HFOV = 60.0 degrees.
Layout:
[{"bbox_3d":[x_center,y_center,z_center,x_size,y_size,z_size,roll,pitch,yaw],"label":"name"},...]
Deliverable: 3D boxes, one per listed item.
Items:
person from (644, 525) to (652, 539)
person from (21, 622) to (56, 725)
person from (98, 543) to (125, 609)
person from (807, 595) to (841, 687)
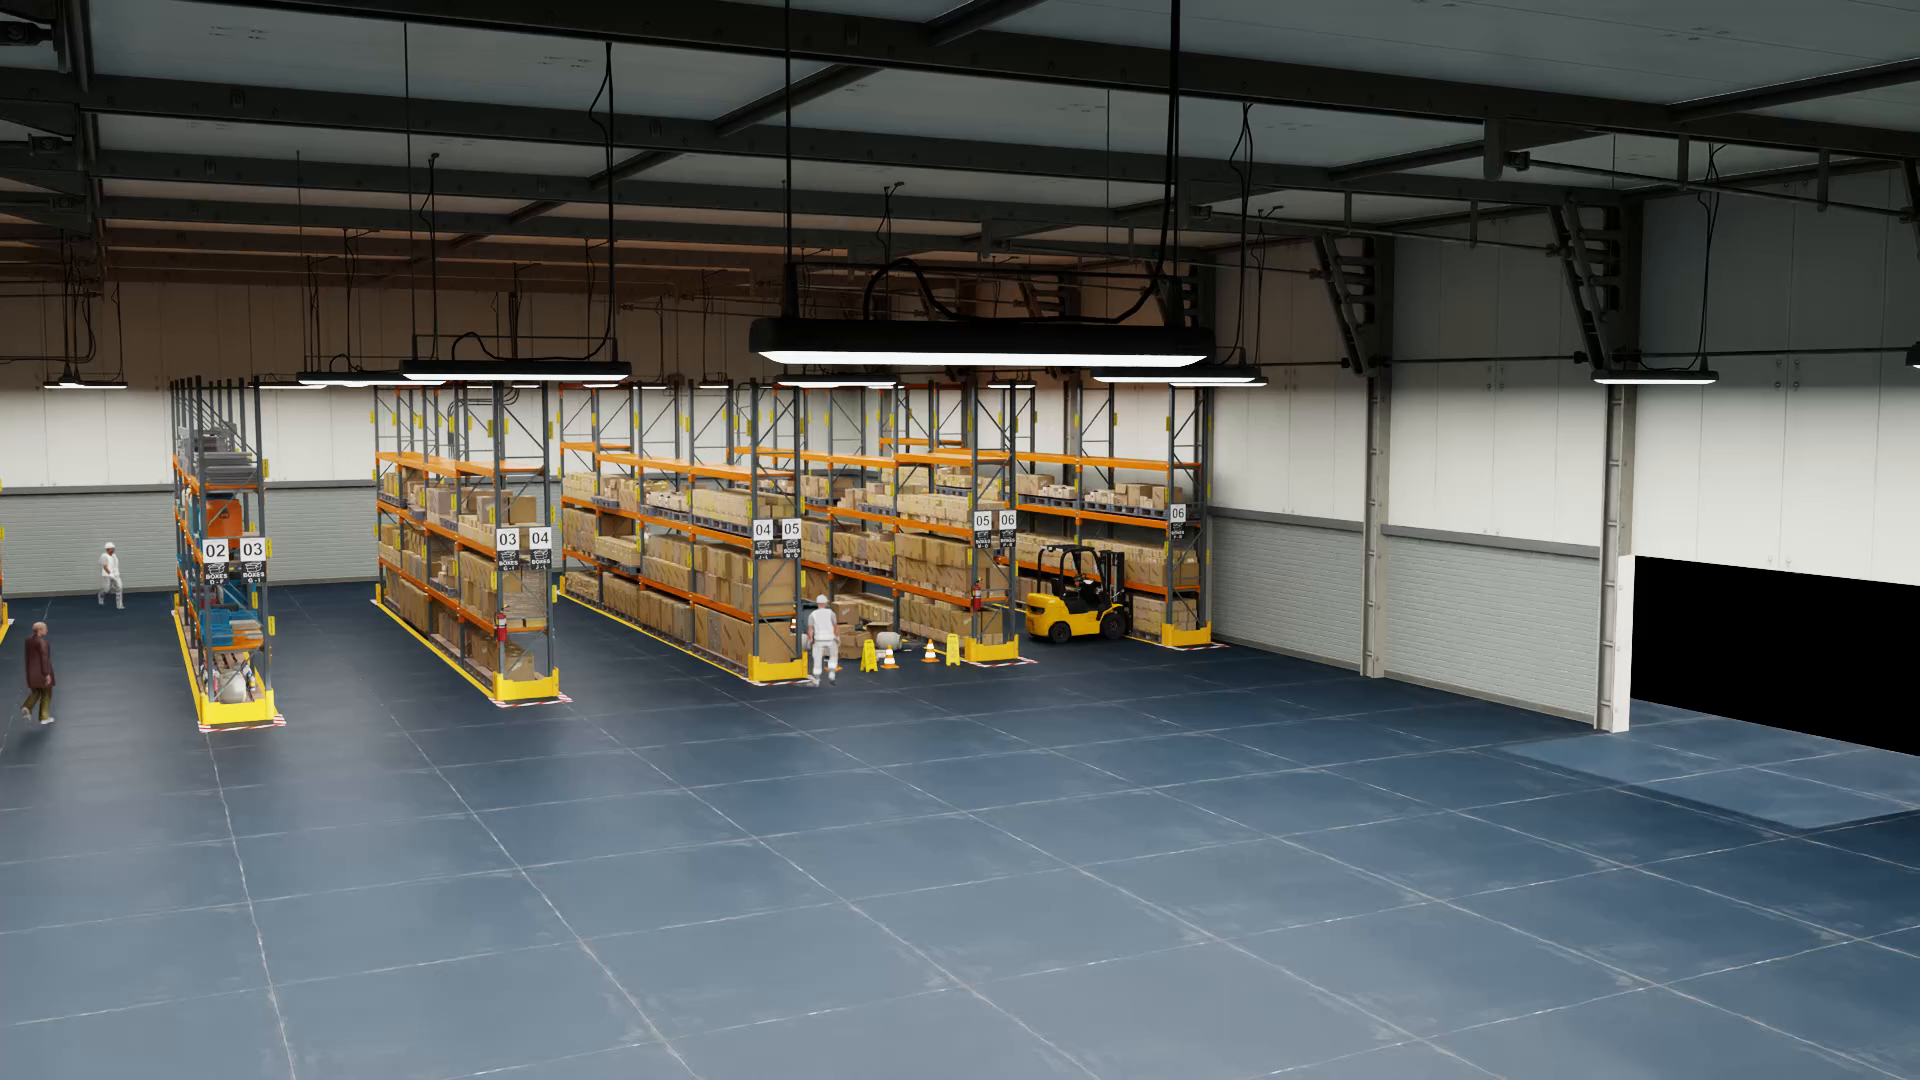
[{"bbox_3d":[-9.549,0.366,51.017,0.543,1.679,0.497,-3,6,-30],"label":"person"},{"bbox_3d":[-15.824,2.292,28.482,0.558,1.770,0.678,1,5,6],"label":"person"},{"bbox_3d":[-22.512,0.943,44.082,0.886,1.739,0.528,3,6,30],"label":"person"},{"bbox_3d":[-2.633,1.957,32.210,0.648,1.789,0.422,-1,5,-9],"label":"person"}]
